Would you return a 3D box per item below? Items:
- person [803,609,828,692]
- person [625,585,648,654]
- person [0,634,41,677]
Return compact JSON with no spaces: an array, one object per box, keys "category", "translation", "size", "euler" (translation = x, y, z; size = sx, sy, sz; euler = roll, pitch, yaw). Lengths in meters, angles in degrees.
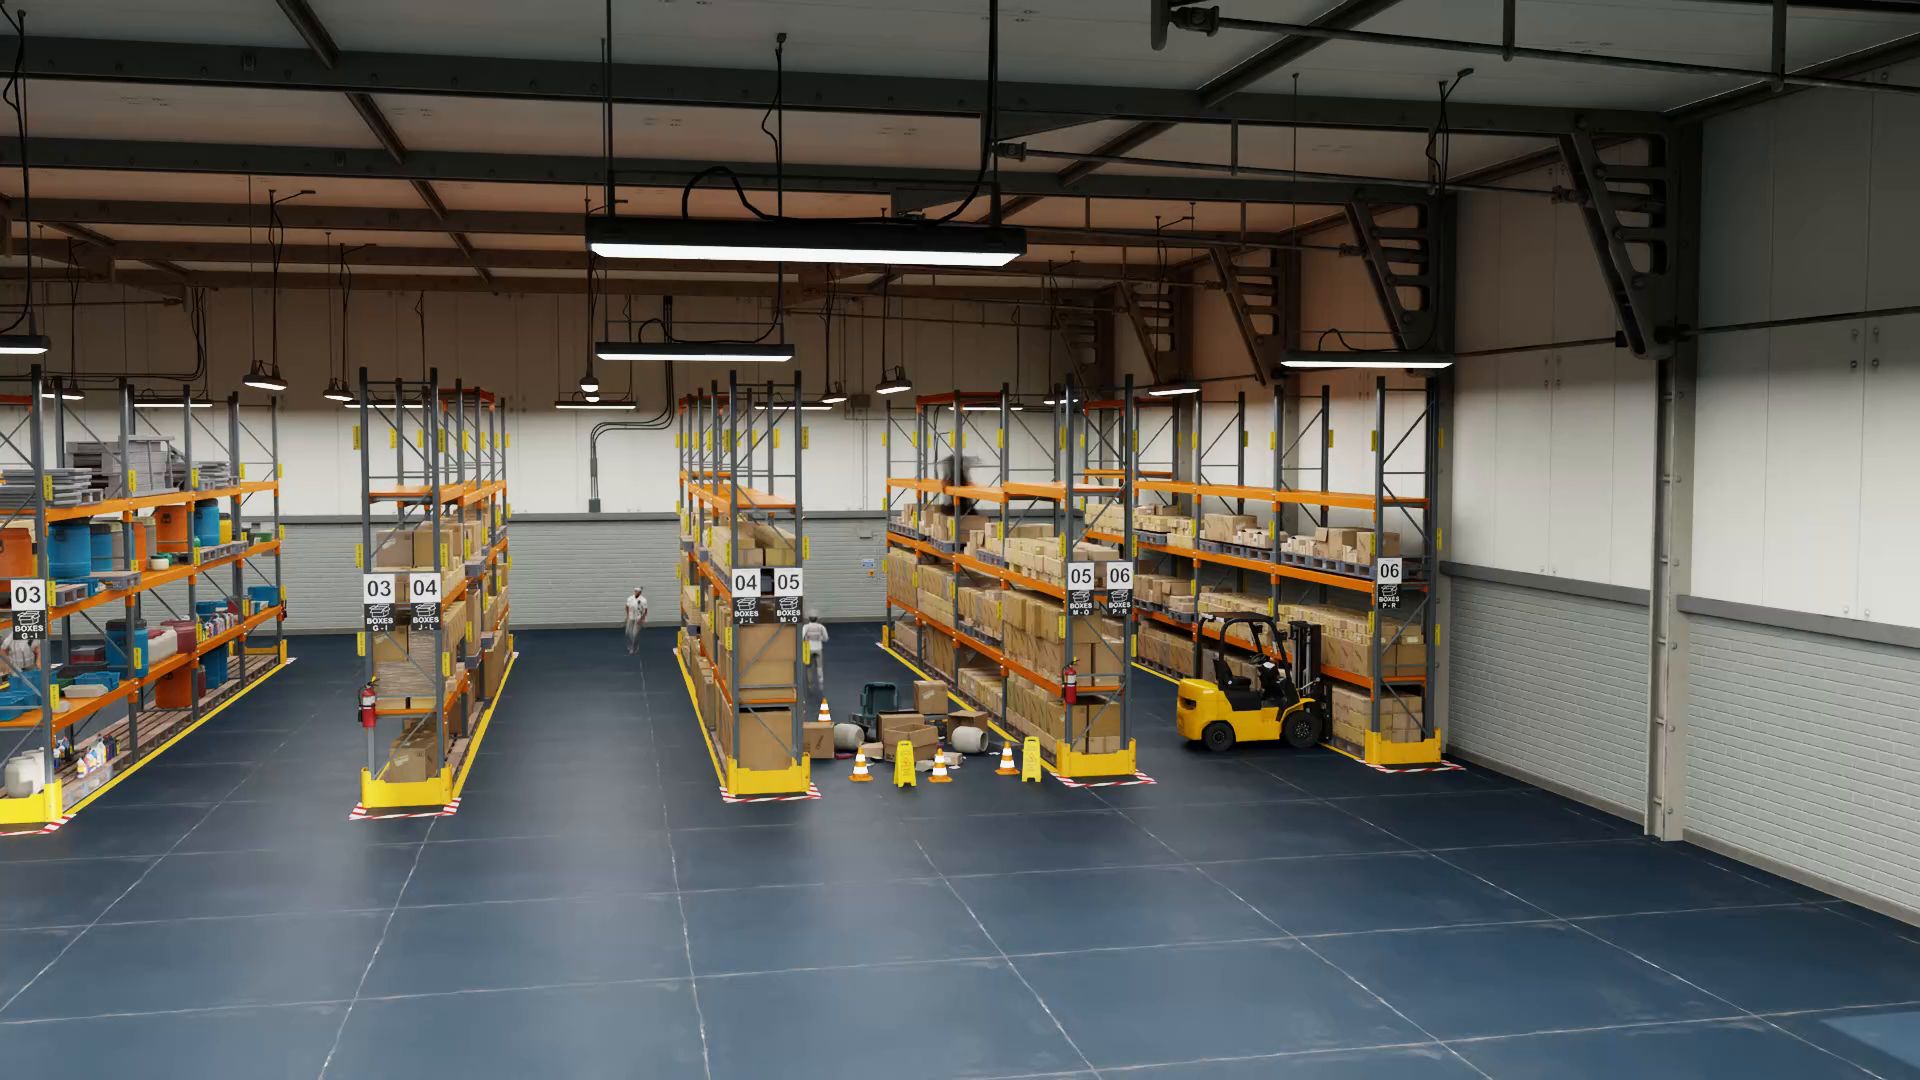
[{"category":"person","translation":[-2.911,2.201,32.895],"size":[0.633,1.660,0.870],"euler":[-1,4,-14]},{"category":"person","translation":[-7.628,1.868,39.132],"size":[0.574,1.627,0.480],"euler":[1,3,10]},{"category":"person","translation":[-17.585,2.329,31.163],"size":[0.718,1.638,0.809],"euler":[-3,5,-43]}]
